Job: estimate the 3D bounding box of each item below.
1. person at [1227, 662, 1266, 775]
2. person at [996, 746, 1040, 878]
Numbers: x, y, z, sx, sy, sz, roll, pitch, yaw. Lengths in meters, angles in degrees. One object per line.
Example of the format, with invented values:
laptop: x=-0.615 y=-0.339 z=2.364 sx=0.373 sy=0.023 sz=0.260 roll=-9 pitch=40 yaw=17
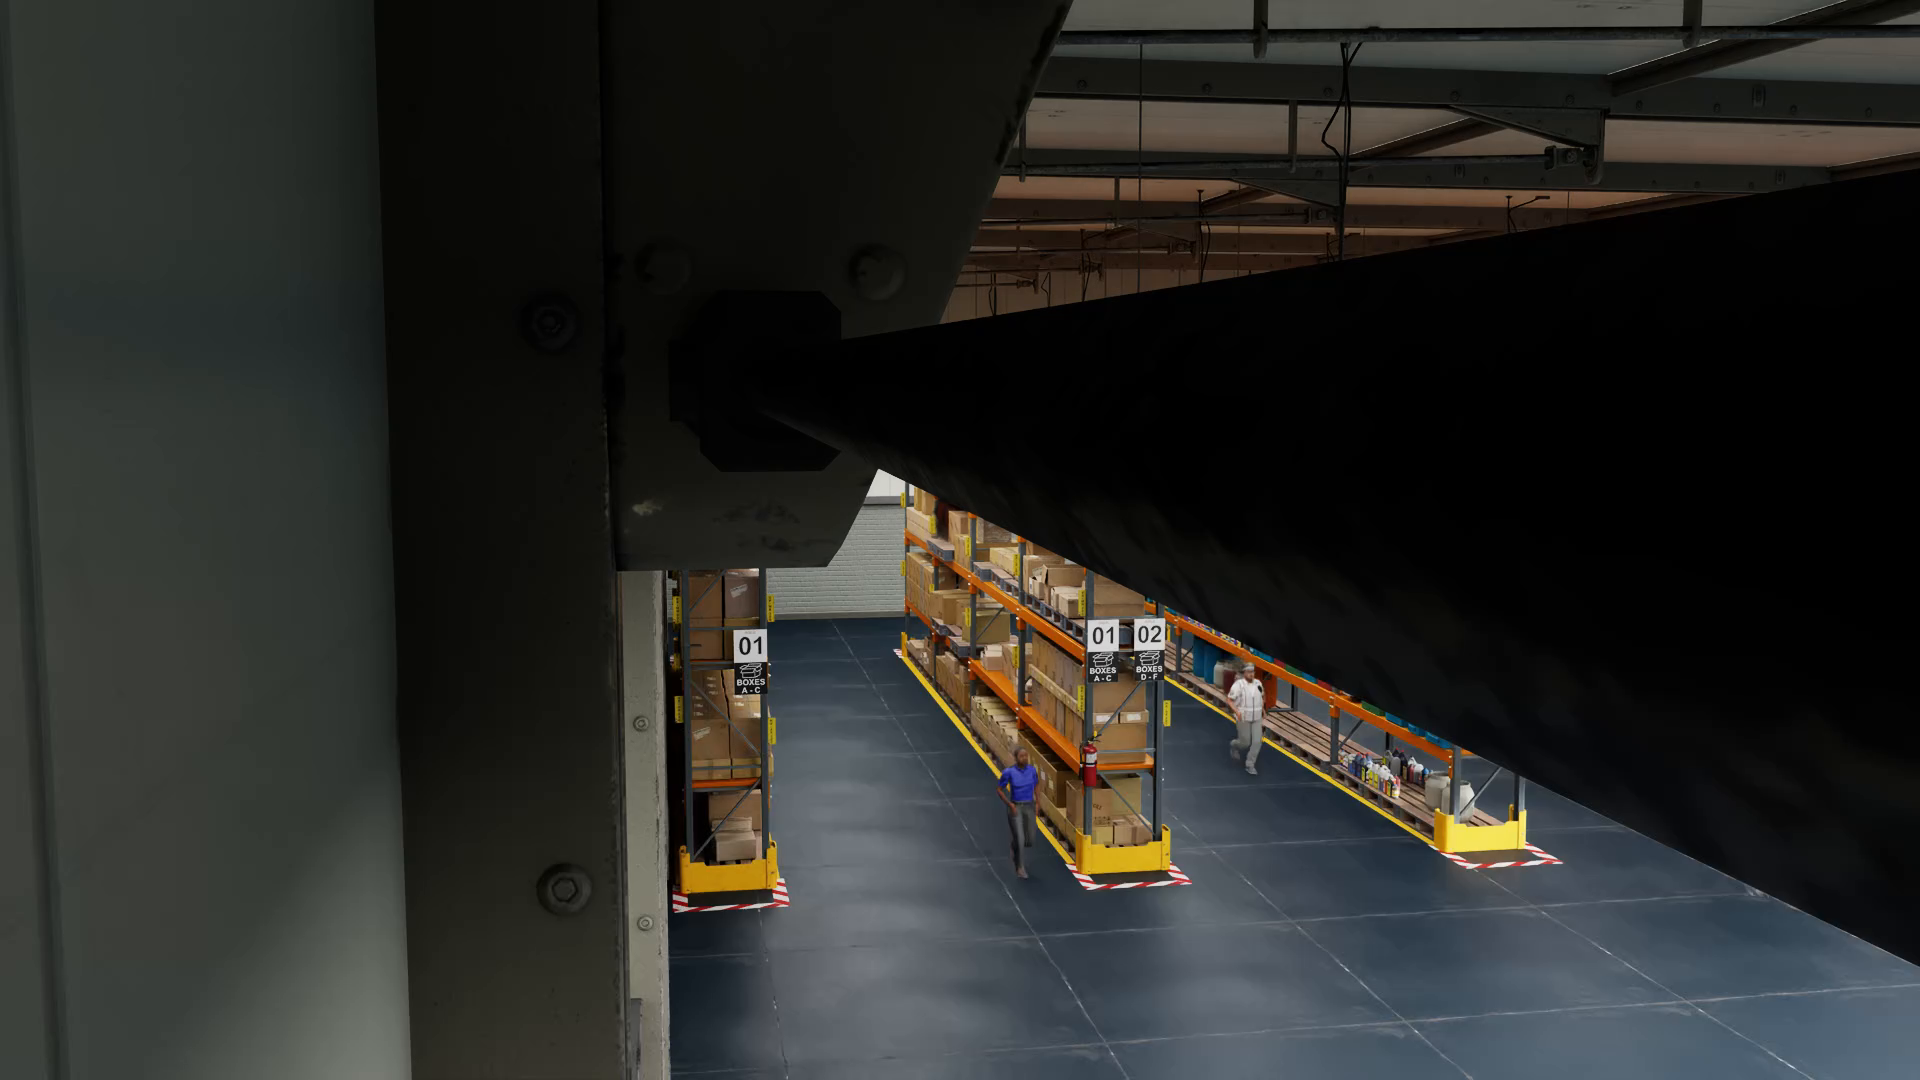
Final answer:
person: x=4.518 y=2.767 z=26.078 sx=0.662 sy=1.744 sz=0.698 roll=-2 pitch=6 yaw=-14
person: x=0.731 y=3.375 z=20.861 sx=0.591 sy=1.617 sz=0.601 roll=-2 pitch=6 yaw=-20
